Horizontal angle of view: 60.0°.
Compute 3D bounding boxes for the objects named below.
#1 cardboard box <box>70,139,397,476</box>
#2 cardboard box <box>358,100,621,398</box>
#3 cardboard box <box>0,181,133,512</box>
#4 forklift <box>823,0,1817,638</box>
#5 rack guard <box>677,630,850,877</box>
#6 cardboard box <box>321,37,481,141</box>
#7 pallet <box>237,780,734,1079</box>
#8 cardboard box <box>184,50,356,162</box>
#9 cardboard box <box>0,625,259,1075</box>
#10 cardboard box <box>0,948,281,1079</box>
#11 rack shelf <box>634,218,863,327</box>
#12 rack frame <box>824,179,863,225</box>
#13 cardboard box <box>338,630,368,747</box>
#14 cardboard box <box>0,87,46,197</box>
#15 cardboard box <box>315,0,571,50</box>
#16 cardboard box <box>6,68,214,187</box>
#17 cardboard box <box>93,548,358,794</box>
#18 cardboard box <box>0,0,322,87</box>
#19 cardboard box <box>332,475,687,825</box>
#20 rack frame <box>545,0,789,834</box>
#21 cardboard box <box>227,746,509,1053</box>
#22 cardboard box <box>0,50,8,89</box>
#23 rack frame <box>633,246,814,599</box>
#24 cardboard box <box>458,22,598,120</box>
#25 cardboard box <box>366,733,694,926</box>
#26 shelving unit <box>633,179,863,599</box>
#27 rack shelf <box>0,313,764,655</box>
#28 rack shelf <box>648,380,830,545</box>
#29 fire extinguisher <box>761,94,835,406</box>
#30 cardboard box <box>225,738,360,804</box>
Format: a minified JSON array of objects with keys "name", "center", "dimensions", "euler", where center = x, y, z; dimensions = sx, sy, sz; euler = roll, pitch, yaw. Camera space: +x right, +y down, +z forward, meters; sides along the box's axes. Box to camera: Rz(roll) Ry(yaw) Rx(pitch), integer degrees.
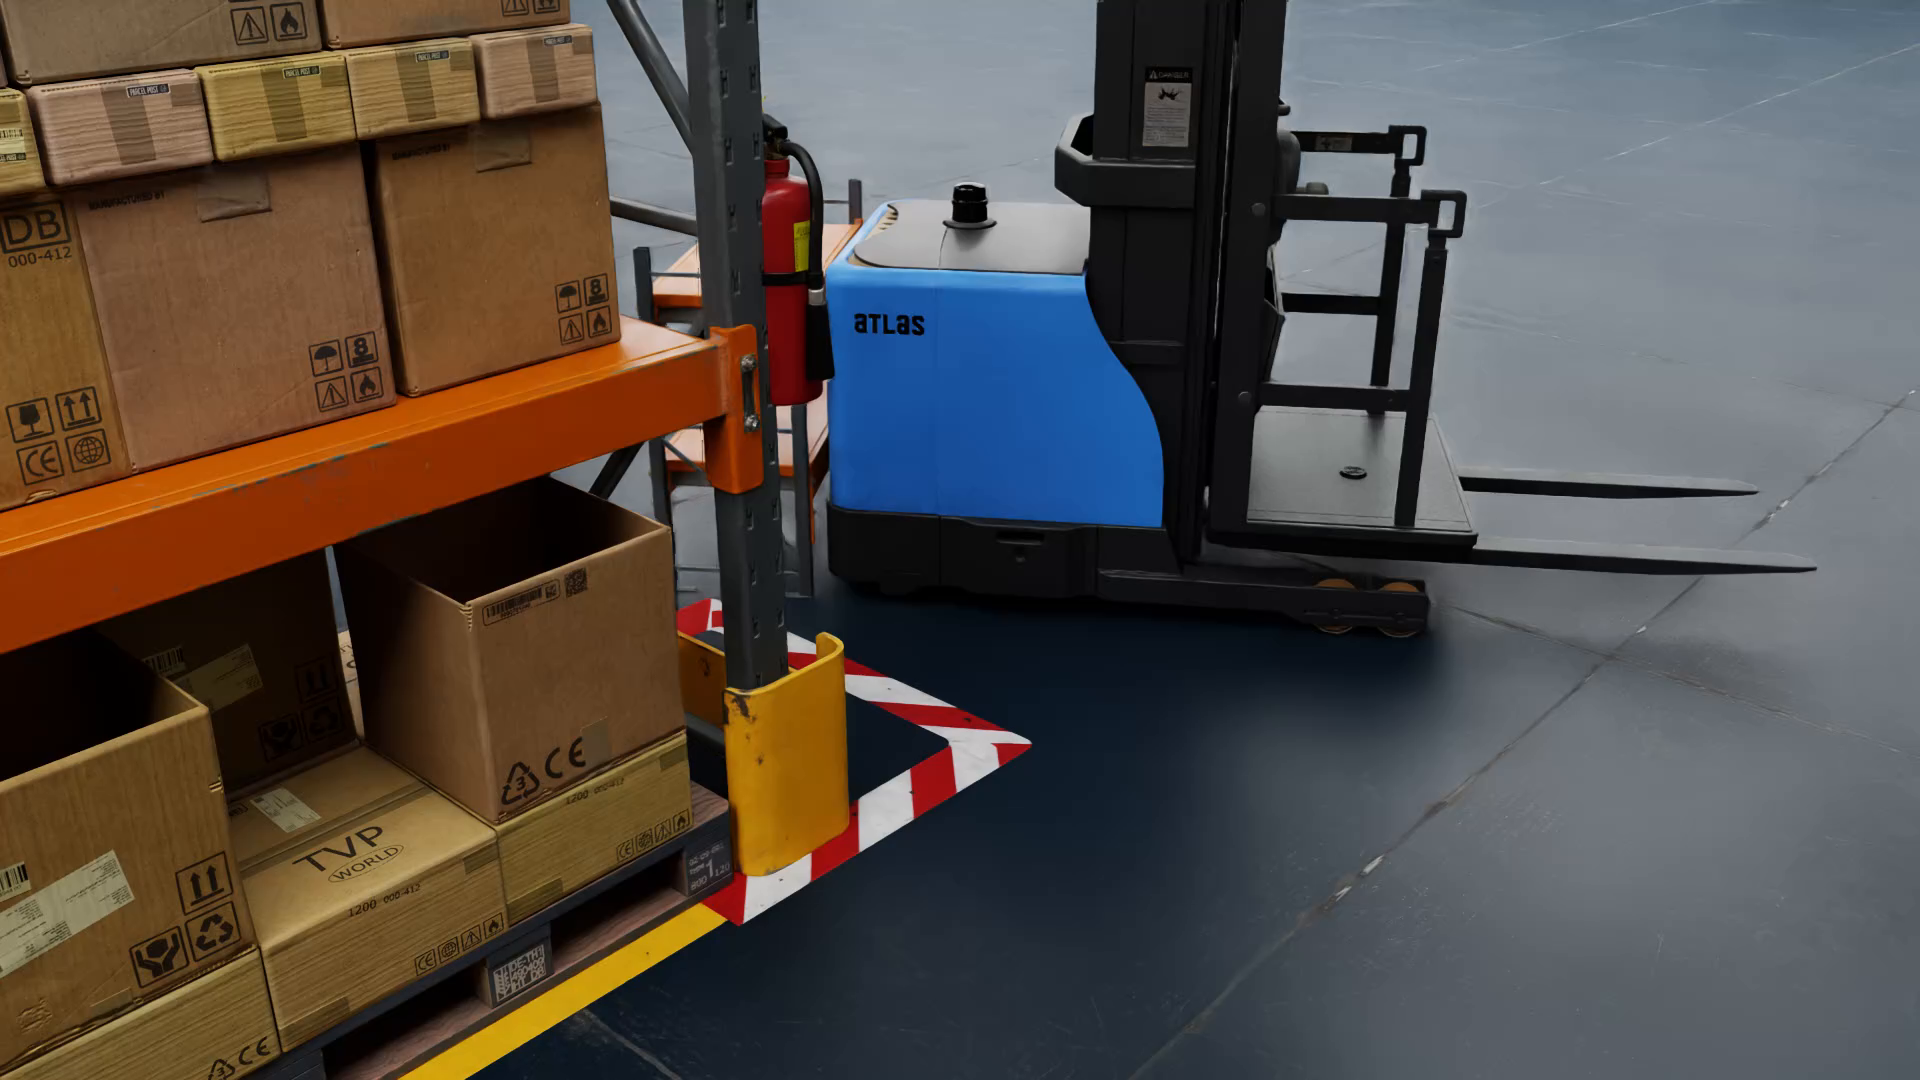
[{"name":"cardboard box","center":[-1.484,-0.506,3.089],"dimensions":[0.700,0.500,0.500],"euler":[21,32,39]},{"name":"cardboard box","center":[-1.137,-0.667,3.449],"dimensions":[0.700,0.500,0.500],"euler":[20,31,38]},{"name":"cardboard box","center":[-1.819,-0.356,2.755],"dimensions":[0.700,0.500,0.500],"euler":[20,31,38]},{"name":"forklift","center":[1.136,-1.271,5.002],"dimensions":[3.031,2.935,1.130],"euler":[3,24,7]},{"name":"rack guard","center":[-0.800,0.373,4.307],"dimensions":[1.175,0.500,0.348],"euler":[20,31,38]},{"name":"cardboard box","center":[-1.103,-0.853,3.071],"dimensions":[0.380,0.149,0.250],"euler":[21,32,39]},{"name":"pallet","center":[-1.295,0.757,3.804],"dimensions":[1.003,0.211,1.213],"euler":[20,31,38]},{"name":"cardboard box","center":[-1.273,-0.775,2.898],"dimensions":[0.380,0.149,0.250],"euler":[20,31,37]},{"name":"cardboard box","center":[-1.609,0.514,2.868],"dimensions":[0.500,0.500,0.500],"euler":[20,31,38]},{"name":"cardboard box","center":[-1.611,0.855,3.023],"dimensions":[0.500,0.250,0.500],"euler":[20,31,38]},{"name":"rack shelf","center":[-0.657,-0.816,5.481],"dimensions":[0.538,0.278,1.000],"euler":[3,24,6]},{"name":"rack frame","center":[-0.594,-0.756,6.061],"dimensions":[0.500,1.125,0.032],"euler":[3,24,6]},{"name":"cardboard box","center":[-1.339,0.406,4.027],"dimensions":[0.500,0.250,0.500],"euler":[20,31,38]},{"name":"cardboard box","center":[-1.618,-0.619,2.549],"dimensions":[0.380,0.149,0.250],"euler":[21,32,39]},{"name":"cardboard box","center":[-1.172,-1.243,3.148],"dimensions":[0.700,0.500,0.500],"euler":[20,31,38]},{"name":"cardboard box","center":[-1.443,-0.699,2.728],"dimensions":[0.380,0.149,0.250],"euler":[21,31,38]},{"name":"cardboard box","center":[-1.672,0.216,3.532],"dimensions":[0.500,0.500,0.500],"euler":[20,31,38]},{"name":"cardboard box","center":[-1.519,-1.081,2.787],"dimensions":[0.700,0.500,0.500],"euler":[19,30,36]},{"name":"cardboard box","center":[-0.952,0.205,3.557],"dimensions":[0.500,0.500,0.500],"euler":[20,31,38]},{"name":"rack frame","center":[-0.816,-0.760,3.779],"dimensions":[1.000,3.000,0.127],"euler":[20,31,38]},{"name":"cardboard box","center":[-1.278,0.703,3.364],"dimensions":[0.500,0.250,0.500],"euler":[20,31,38]},{"name":"cardboard box","center":[-1.855,-0.927,2.444],"dimensions":[0.700,0.500,0.500],"euler":[20,31,38]},{"name":"rack frame","center":[-0.720,-0.343,5.140],"dimensions":[0.500,1.125,0.032],"euler":[3,24,6]},{"name":"cardboard box","center":[-0.929,-0.933,3.250],"dimensions":[0.380,0.149,0.250],"euler":[20,31,37]},{"name":"cardboard box","center":[-0.954,0.547,3.711],"dimensions":[0.500,0.250,0.500],"euler":[20,31,38]},{"name":"shelving unit","center":[-0.657,-0.549,5.600],"dimensions":[0.538,1.125,1.048],"euler":[3,24,6]},{"name":"rack shelf","center":[-2.151,0.177,2.567],"dimensions":[1.077,0.370,4.000],"euler":[20,31,38]},{"name":"rack shelf","center":[-0.657,-0.326,5.700],"dimensions":[0.538,0.278,1.000],"euler":[3,24,6]},{"name":"fire extinguisher","center":[-0.391,-0.634,3.592],"dimensions":[0.296,0.674,0.183],"euler":[20,31,38]},{"name":"cardboard box","center":[-1.670,0.559,3.685],"dimensions":[0.500,0.250,0.500],"euler":[20,31,38]}]
